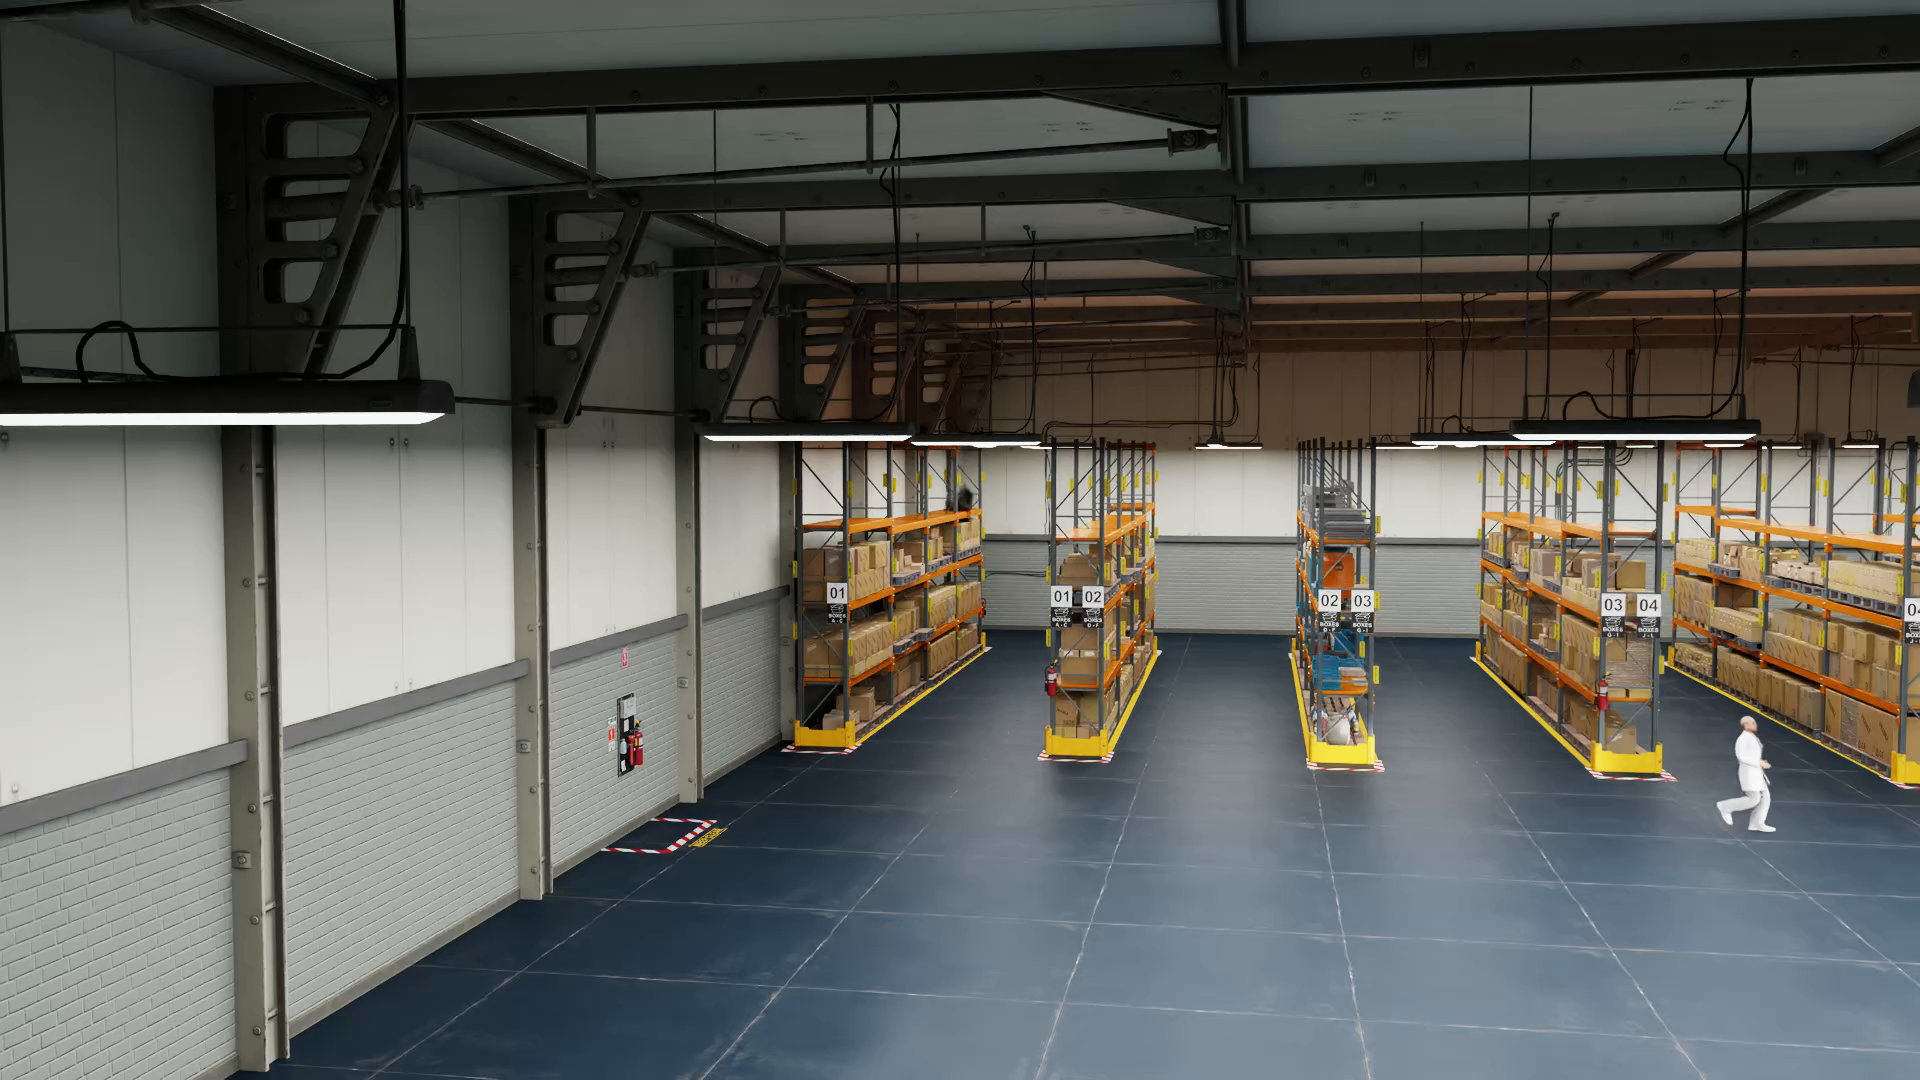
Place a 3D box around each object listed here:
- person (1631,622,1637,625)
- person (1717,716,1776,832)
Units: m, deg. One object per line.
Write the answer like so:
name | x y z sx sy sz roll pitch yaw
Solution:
person | 17.957 2.543 44.581 0.706 1.702 0.794 2 4 34
person | 11.901 3.522 25.124 0.803 1.733 0.717 2 4 36
